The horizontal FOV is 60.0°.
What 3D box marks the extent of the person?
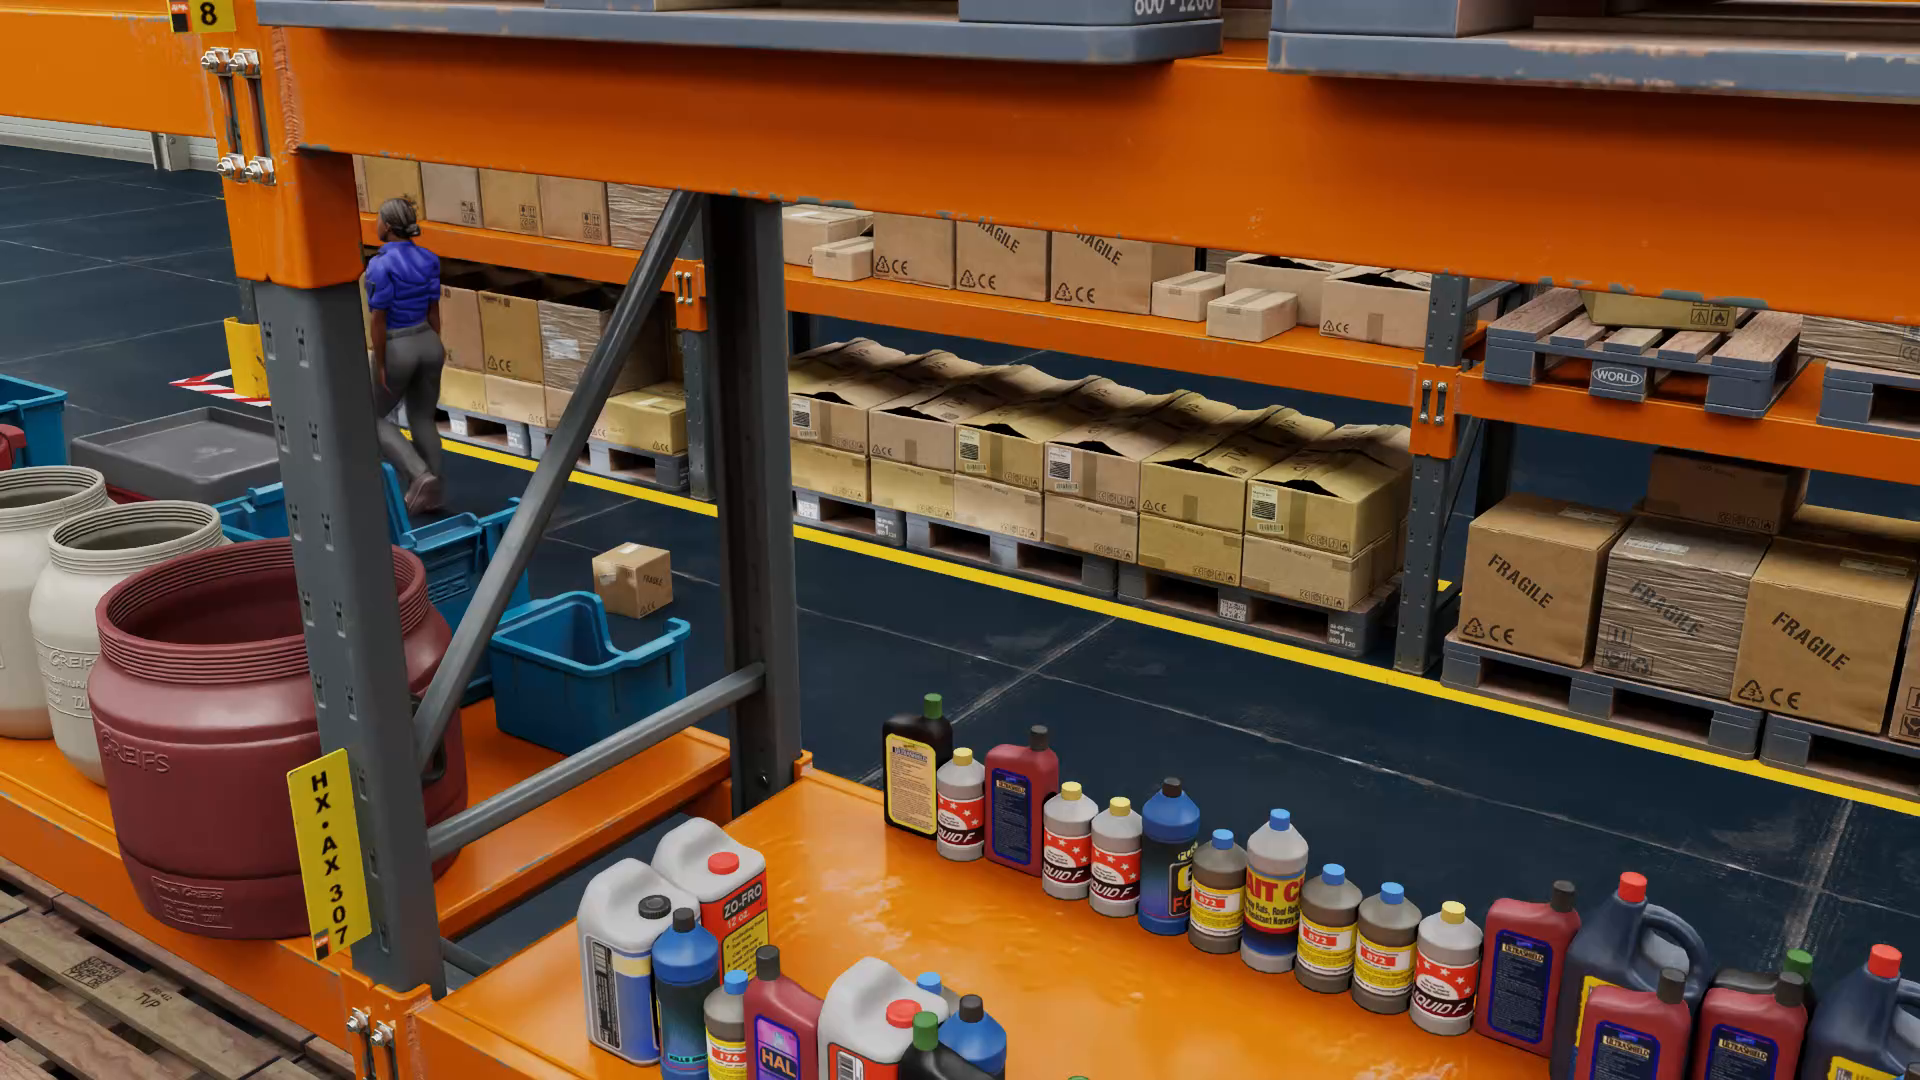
[{"bbox_3d":[-2.844,-0.933,8.585,0.472,1.646,0.443,14,24,34],"label":"person"}]
